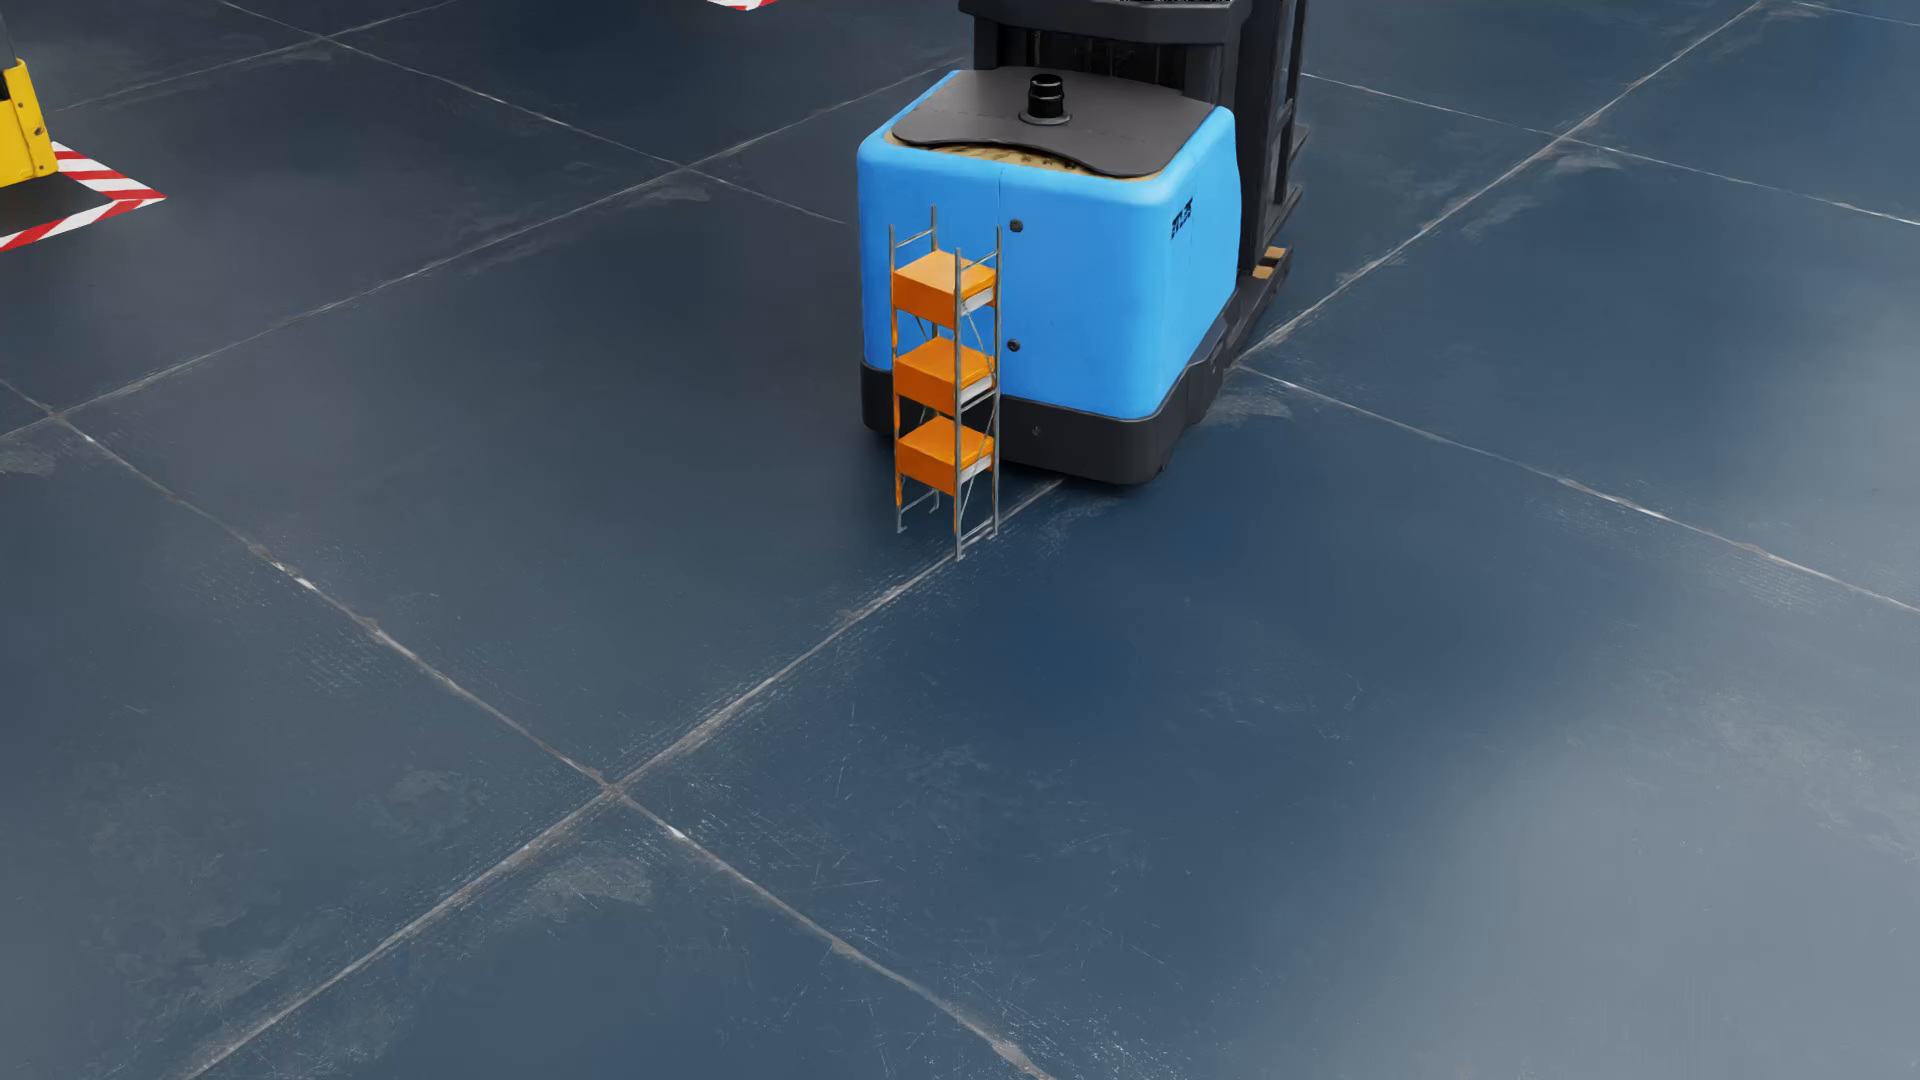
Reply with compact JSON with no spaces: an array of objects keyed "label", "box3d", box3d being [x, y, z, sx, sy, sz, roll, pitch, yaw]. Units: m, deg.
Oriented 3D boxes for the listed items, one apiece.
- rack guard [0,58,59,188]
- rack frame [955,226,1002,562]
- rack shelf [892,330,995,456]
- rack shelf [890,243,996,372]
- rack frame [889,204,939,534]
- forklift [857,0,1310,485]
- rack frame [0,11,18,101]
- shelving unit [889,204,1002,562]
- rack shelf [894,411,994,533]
[{"label":"rack guard","box3d":[-4.691,-1.743,7.347,0.348,0.500,1.175,25,42,32]},{"label":"rack frame","box3d":[0.053,-0.408,4.917,0.008,1.050,0.200,25,42,32]},{"label":"rack shelf","box3d":[-0.041,-0.443,4.987,0.240,0.259,0.215,25,42,32]},{"label":"rack shelf","box3d":[-0.041,-0.677,4.826,0.240,0.259,0.215,25,42,32]},{"label":"rack frame","box3d":[-0.135,-0.496,5.045,0.008,1.050,0.200,25,42,32]},{"label":"forklift","box3d":[0.701,-2.211,5.881,1.130,2.935,3.031,13,37,19]},{"label":"rack frame","box3d":[-4.602,-2.766,6.629,0.127,3.000,1.000,25,42,32]},{"label":"shelving unit","box3d":[-0.041,-0.452,4.981,0.252,1.050,0.215,25,42,32]},{"label":"rack shelf","box3d":[-0.041,-0.214,5.144,0.240,0.259,0.215,25,42,32]}]
